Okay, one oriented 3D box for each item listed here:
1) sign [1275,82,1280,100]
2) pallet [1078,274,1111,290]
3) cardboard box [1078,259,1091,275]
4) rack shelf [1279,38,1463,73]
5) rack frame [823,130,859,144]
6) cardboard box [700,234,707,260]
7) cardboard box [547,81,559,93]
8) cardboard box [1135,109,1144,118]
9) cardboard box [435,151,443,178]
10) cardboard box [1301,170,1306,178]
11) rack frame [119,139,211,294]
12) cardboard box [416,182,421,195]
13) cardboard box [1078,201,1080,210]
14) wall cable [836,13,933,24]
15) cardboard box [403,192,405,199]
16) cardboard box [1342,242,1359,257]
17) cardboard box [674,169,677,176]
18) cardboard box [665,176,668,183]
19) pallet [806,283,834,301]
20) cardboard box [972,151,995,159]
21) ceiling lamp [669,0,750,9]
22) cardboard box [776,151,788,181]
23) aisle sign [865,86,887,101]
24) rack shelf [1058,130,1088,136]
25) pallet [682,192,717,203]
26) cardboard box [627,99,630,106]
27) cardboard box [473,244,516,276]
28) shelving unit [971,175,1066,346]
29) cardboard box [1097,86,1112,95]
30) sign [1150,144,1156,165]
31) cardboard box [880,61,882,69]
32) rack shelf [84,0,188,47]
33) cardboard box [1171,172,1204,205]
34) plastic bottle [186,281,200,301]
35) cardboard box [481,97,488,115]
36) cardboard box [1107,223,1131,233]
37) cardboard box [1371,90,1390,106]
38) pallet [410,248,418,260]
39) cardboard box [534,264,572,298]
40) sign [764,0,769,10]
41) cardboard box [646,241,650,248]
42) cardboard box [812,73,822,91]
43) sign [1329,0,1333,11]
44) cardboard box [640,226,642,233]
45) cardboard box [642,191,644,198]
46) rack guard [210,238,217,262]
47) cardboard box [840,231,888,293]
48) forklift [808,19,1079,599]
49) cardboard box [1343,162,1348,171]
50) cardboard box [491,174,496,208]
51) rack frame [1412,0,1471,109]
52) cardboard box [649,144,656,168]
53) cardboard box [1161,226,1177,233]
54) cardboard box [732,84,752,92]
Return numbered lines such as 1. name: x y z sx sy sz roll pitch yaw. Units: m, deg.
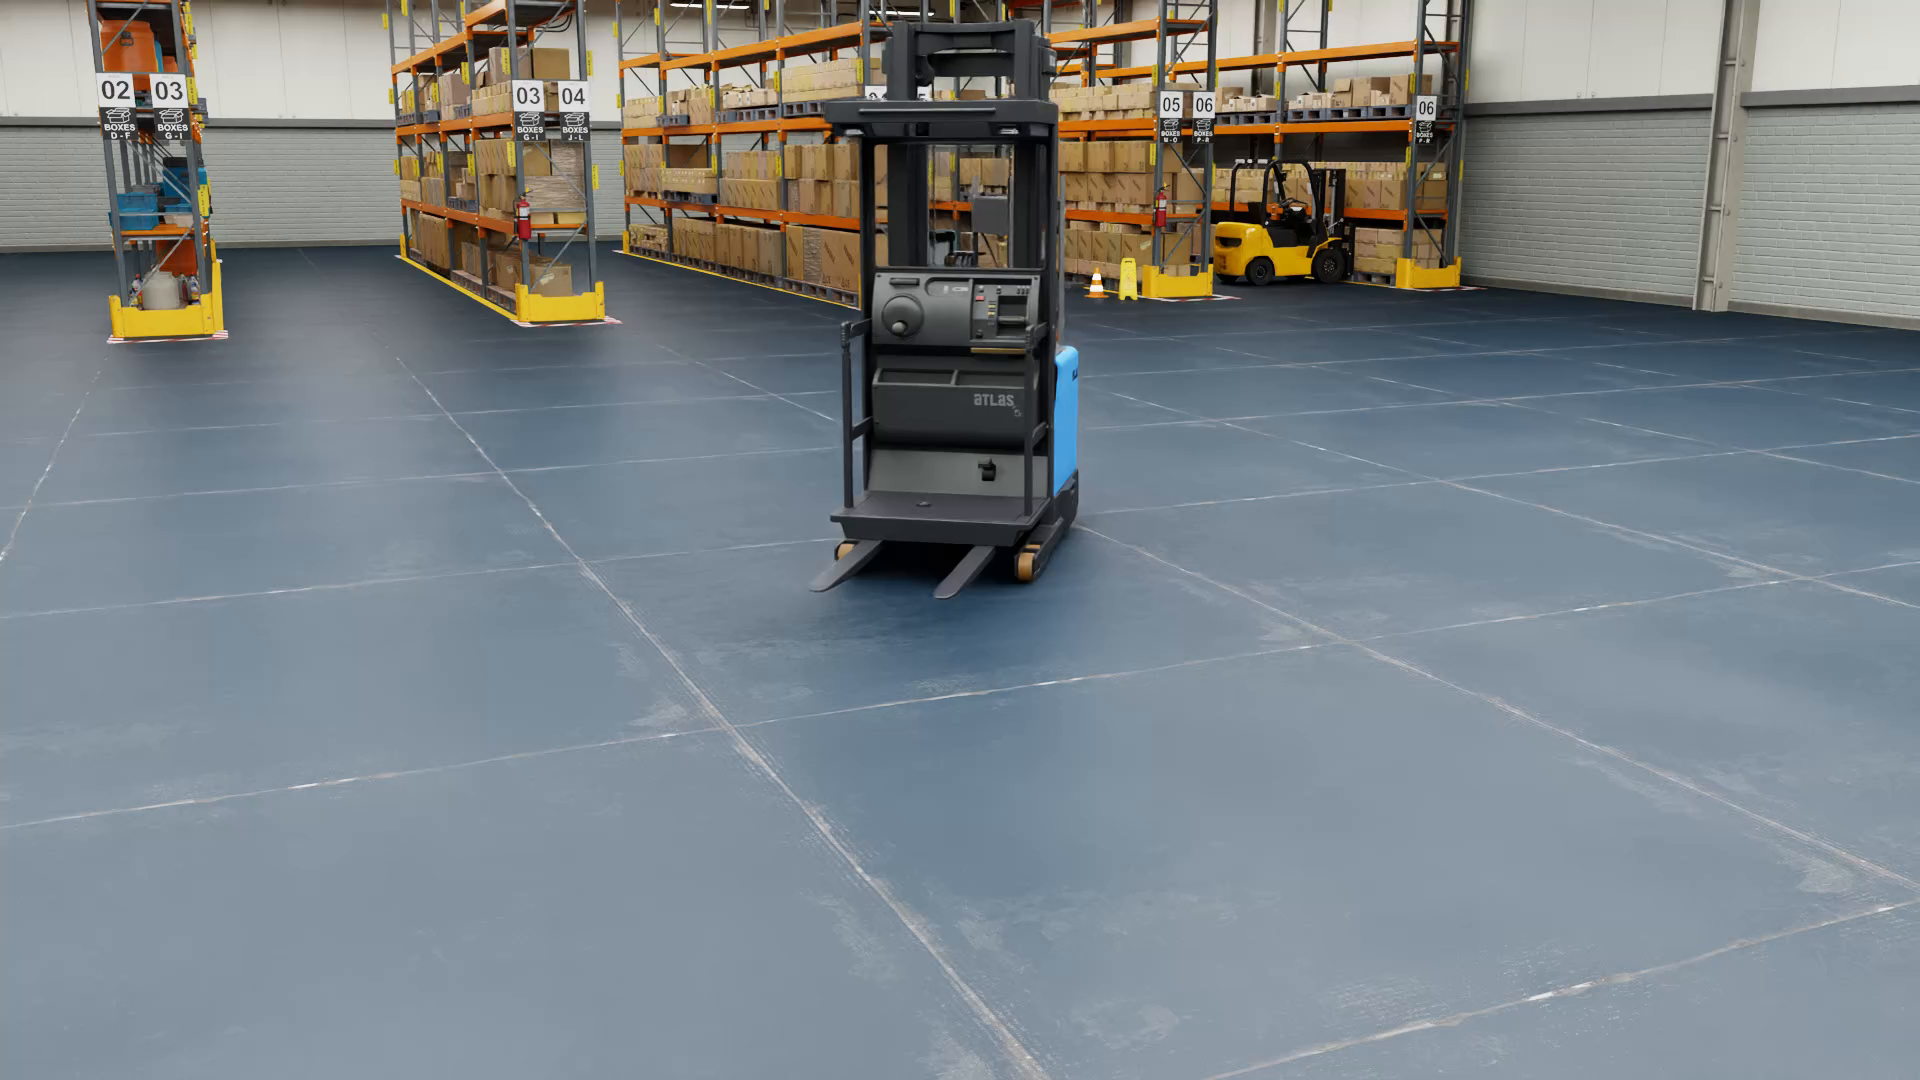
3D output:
1. sign: 6.011 -8.505 31.467 0.100 0.325 0.005 -6 14 -23
2. pallet: 2.752 -4.493 28.817 1.003 0.211 1.213 -6 14 -23
3. cardboard box: 2.386 -4.740 28.865 0.500 0.250 0.500 -6 14 -24
4. rack shelf: 7.305 -8.653 29.784 1.077 0.370 4.000 -6 14 -23
5. rack frame: -2.849 -8.719 40.891 1.000 3.000 0.127 -6 14 -23
6. cardboard box: -4.848 -5.805 32.912 0.500 0.500 0.500 -5 14 -21
7. cardboard box: -5.419 -6.179 22.710 0.380 0.149 0.250 -6 14 -23
8. cardboard box: 3.031 -6.849 26.717 0.380 0.149 0.250 -6 14 -23
9. cardboard box: -9.536 -7.134 31.595 0.797 0.503 0.637 -5 14 -21
10. cardboard box: 6.626 -6.860 31.195 0.380 0.149 0.250 -6 14 -23
11. rack frame: -11.661 -4.898 24.378 1.000 3.000 0.127 -6 14 -23
12. cardboard box: -10.745 -7.137 33.728 0.500 0.250 0.500 -6 14 -24
13. cardboard box: 2.276 -5.817 28.910 0.380 0.149 0.250 -6 14 -23
14. wall cable: -2.128 -13.121 46.522 2.988 3.039 0.133 -6 14 -23
15. cardboard box: -11.883 -7.493 36.149 0.380 0.149 0.250 -6 14 -24
16. cardboard box: 7.208 -5.253 29.972 0.500 0.250 0.500 -6 14 -24
17. cardboard box: -5.587 -7.459 33.752 0.380 0.149 0.250 -6 14 -23
18. cardboard box: -5.900 -7.476 34.484 0.380 0.149 0.250 -6 14 -24
19. pallet: -1.812 -3.997 26.671 1.003 0.211 1.213 -6 14 -23
20. cardboard box: 0.382 -7.726 34.161 0.500 0.500 0.500 -6 14 -25
21. ceiling lamp: -6.146 -14.821 41.006 2.000 3.185 0.800 -6 14 -23
22. cardboard box: -2.742 -6.410 28.474 0.700 0.500 0.500 -6 14 -24
23. aisle sign: -1.182 -6.170 24.113 0.394 0.787 0.004 -6 14 -23
24. rack shelf: 1.156 -7.764 31.707 1.077 0.370 4.000 -6 14 -23
25. pallet: -4.970 -6.910 33.500 1.003 0.211 1.213 -6 14 -23
26. cardboard box: -7.296 -9.873 37.563 0.380 0.149 0.250 -6 14 -23
27. cardboard box: -7.971 -4.801 28.530 0.700 0.500 0.500 -4 14 -18
28. shelving unit: 0.371 -1.298 10.810 0.431 2.100 0.503 -7 15 -27
29. cardboard box: 2.509 -7.498 27.751 0.380 0.149 0.250 -5 14 -22
30. sign: 3.043 -6.086 26.243 0.100 0.325 0.005 -6 14 -23
31. cardboard box: -0.980 -7.129 25.002 0.380 0.149 0.250 -6 14 -24
32. rack shelf: -10.860 -6.862 22.043 1.077 0.370 4.000 -6 14 -23
33. cardboard box: 3.624 -5.730 27.094 0.500 0.500 0.500 -6 14 -24
34. plastic bottle: -10.871 -3.538 23.567 0.152 0.276 0.135 -5 14 -22
35. cardboard box: -6.771 -6.405 24.570 0.500 0.250 0.500 -6 14 -25
36. cardboard box: 2.694 -5.224 27.854 0.380 0.149 0.250 -5 14 -22
37. cardboard box: 7.395 -7.708 29.014 0.396 0.266 0.258 -6 14 -23
38. pallet: -11.538 -6.307 36.654 1.003 0.211 1.213 -6 14 -23
39. cardboard box: -5.755 -3.636 23.539 0.500 0.500 0.500 -3 13 -13
40. sign: -3.633 -10.104 31.148 0.100 0.325 0.005 -6 14 -23
41. cardboard box: -6.796 -6.611 37.175 0.380 0.149 0.250 -6 14 -23
42. cardboard box: -1.989 -7.119 25.846 0.500 0.250 0.500 -5 14 -22
43. sign: 7.022 -10.189 31.514 0.100 0.325 0.005 -6 14 -23
44. cardboard box: -7.066 -7.064 37.812 0.380 0.149 0.250 -6 14 -26
45. cardboard box: -6.928 -7.770 37.347 0.380 0.149 0.250 -6 14 -24
46. rack guard: -16.489 -6.163 35.389 1.175 0.500 0.348 -6 14 -23
47. cardboard box: -1.267 -4.249 25.358 0.875 0.875 0.875 -6 14 -23
48. forklift: -0.067 -1.290 8.945 1.130 2.935 3.031 3 13 12
49. cardboard box: 7.150 -6.744 30.035 0.380 0.149 0.250 -5 14 -22
50. cardboard box: -6.538 -5.239 24.974 0.875 0.500 0.500 -6 14 -23
51. rack frame: 8.106 -8.785 27.872 1.000 3.000 0.127 -6 14 -23
52. cardboard box: -6.390 -8.285 35.914 0.500 0.500 0.500 -6 14 -25
53. cardboard box: 4.535 -6.570 36.218 0.500 0.500 0.500 -5 14 -21
54. cardboard box: -4.256 -8.696 32.221 0.396 0.266 0.258 -6 14 -23
